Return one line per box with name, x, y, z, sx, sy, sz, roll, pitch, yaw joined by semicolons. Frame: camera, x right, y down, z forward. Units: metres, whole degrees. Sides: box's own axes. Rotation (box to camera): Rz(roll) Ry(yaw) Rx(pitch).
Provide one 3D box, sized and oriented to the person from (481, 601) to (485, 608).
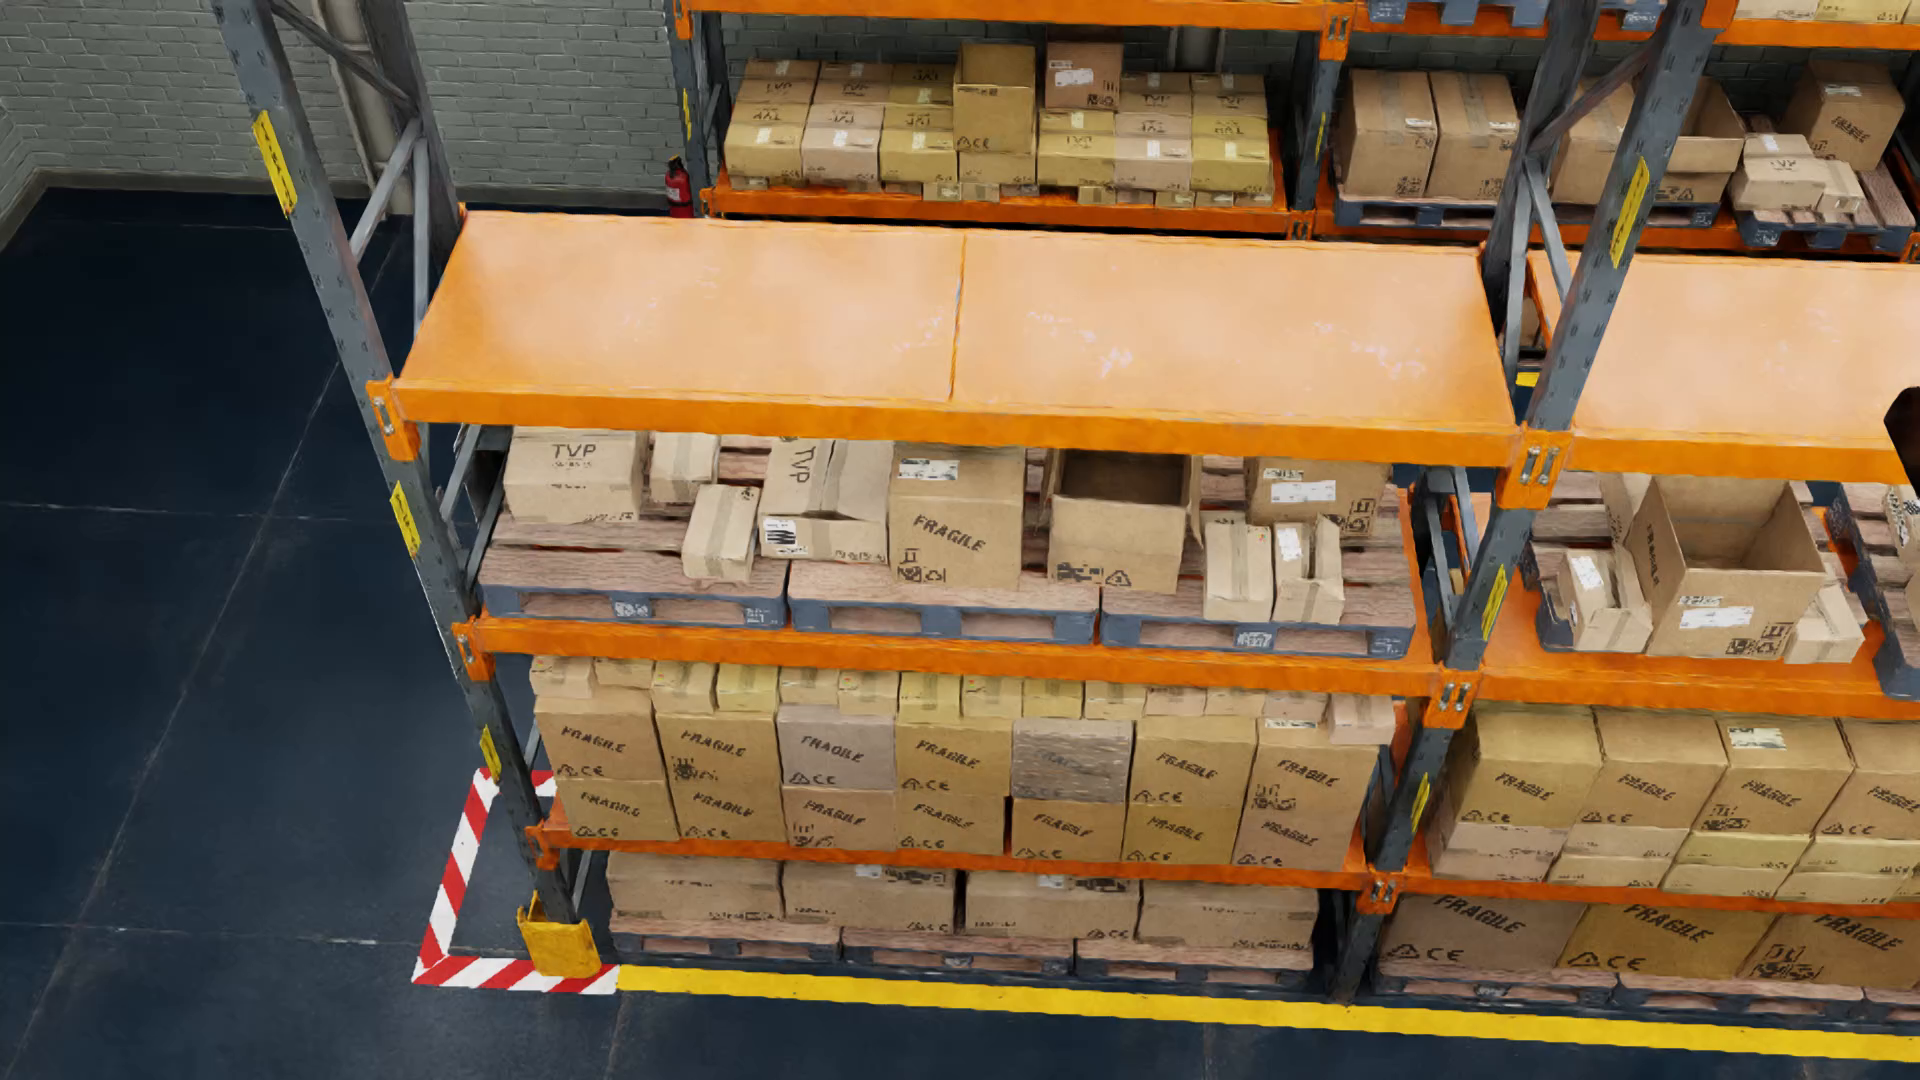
person;-2.461;-0.066;9.669;1.028;1.665;0.537;-4;48;-4
